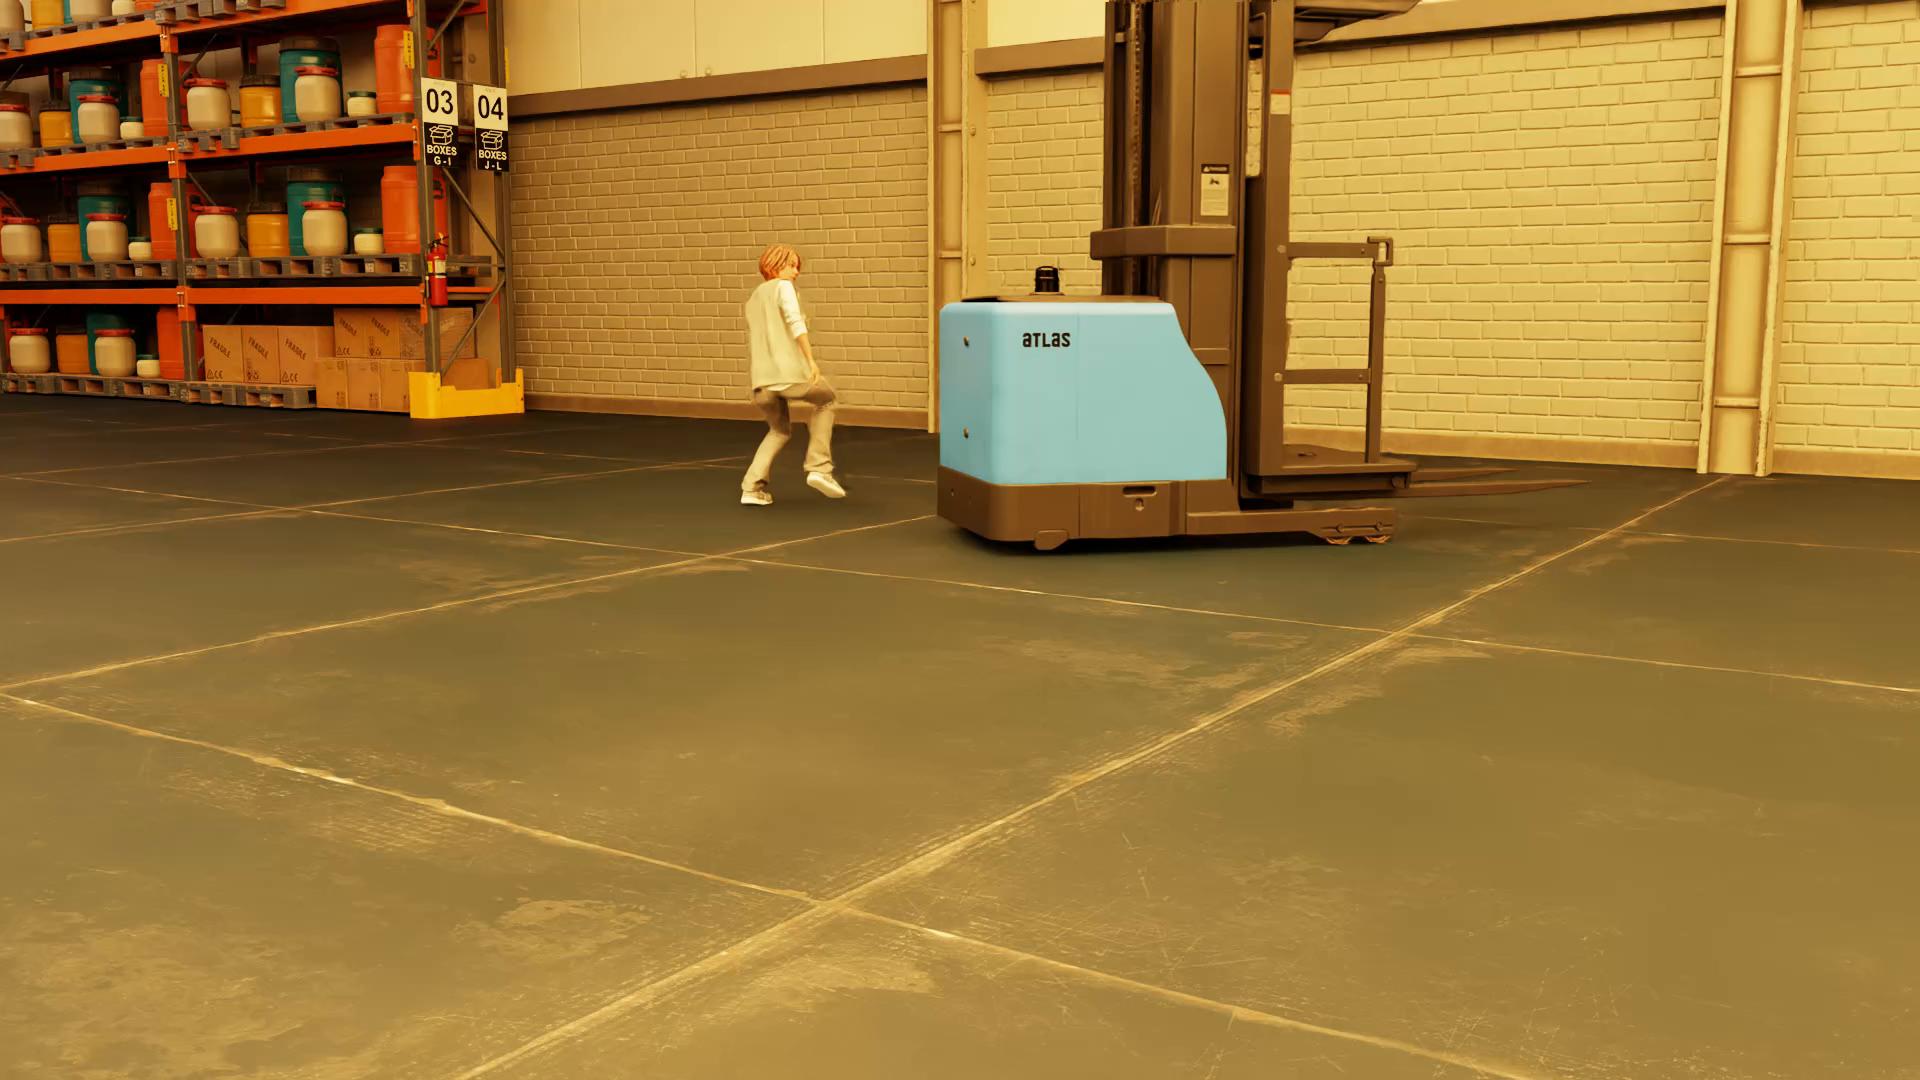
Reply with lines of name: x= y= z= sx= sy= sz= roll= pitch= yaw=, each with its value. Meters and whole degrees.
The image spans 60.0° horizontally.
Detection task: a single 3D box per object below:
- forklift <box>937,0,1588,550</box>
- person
forklift: x=1.467 y=-1.497 z=7.720 sx=3.031 sy=2.935 sz=1.130 roll=-2 pitch=8 yaw=-15
person: x=-0.870 y=-0.873 z=8.905 sx=0.642 sy=1.399 sz=0.654 roll=4 pitch=9 yaw=29
